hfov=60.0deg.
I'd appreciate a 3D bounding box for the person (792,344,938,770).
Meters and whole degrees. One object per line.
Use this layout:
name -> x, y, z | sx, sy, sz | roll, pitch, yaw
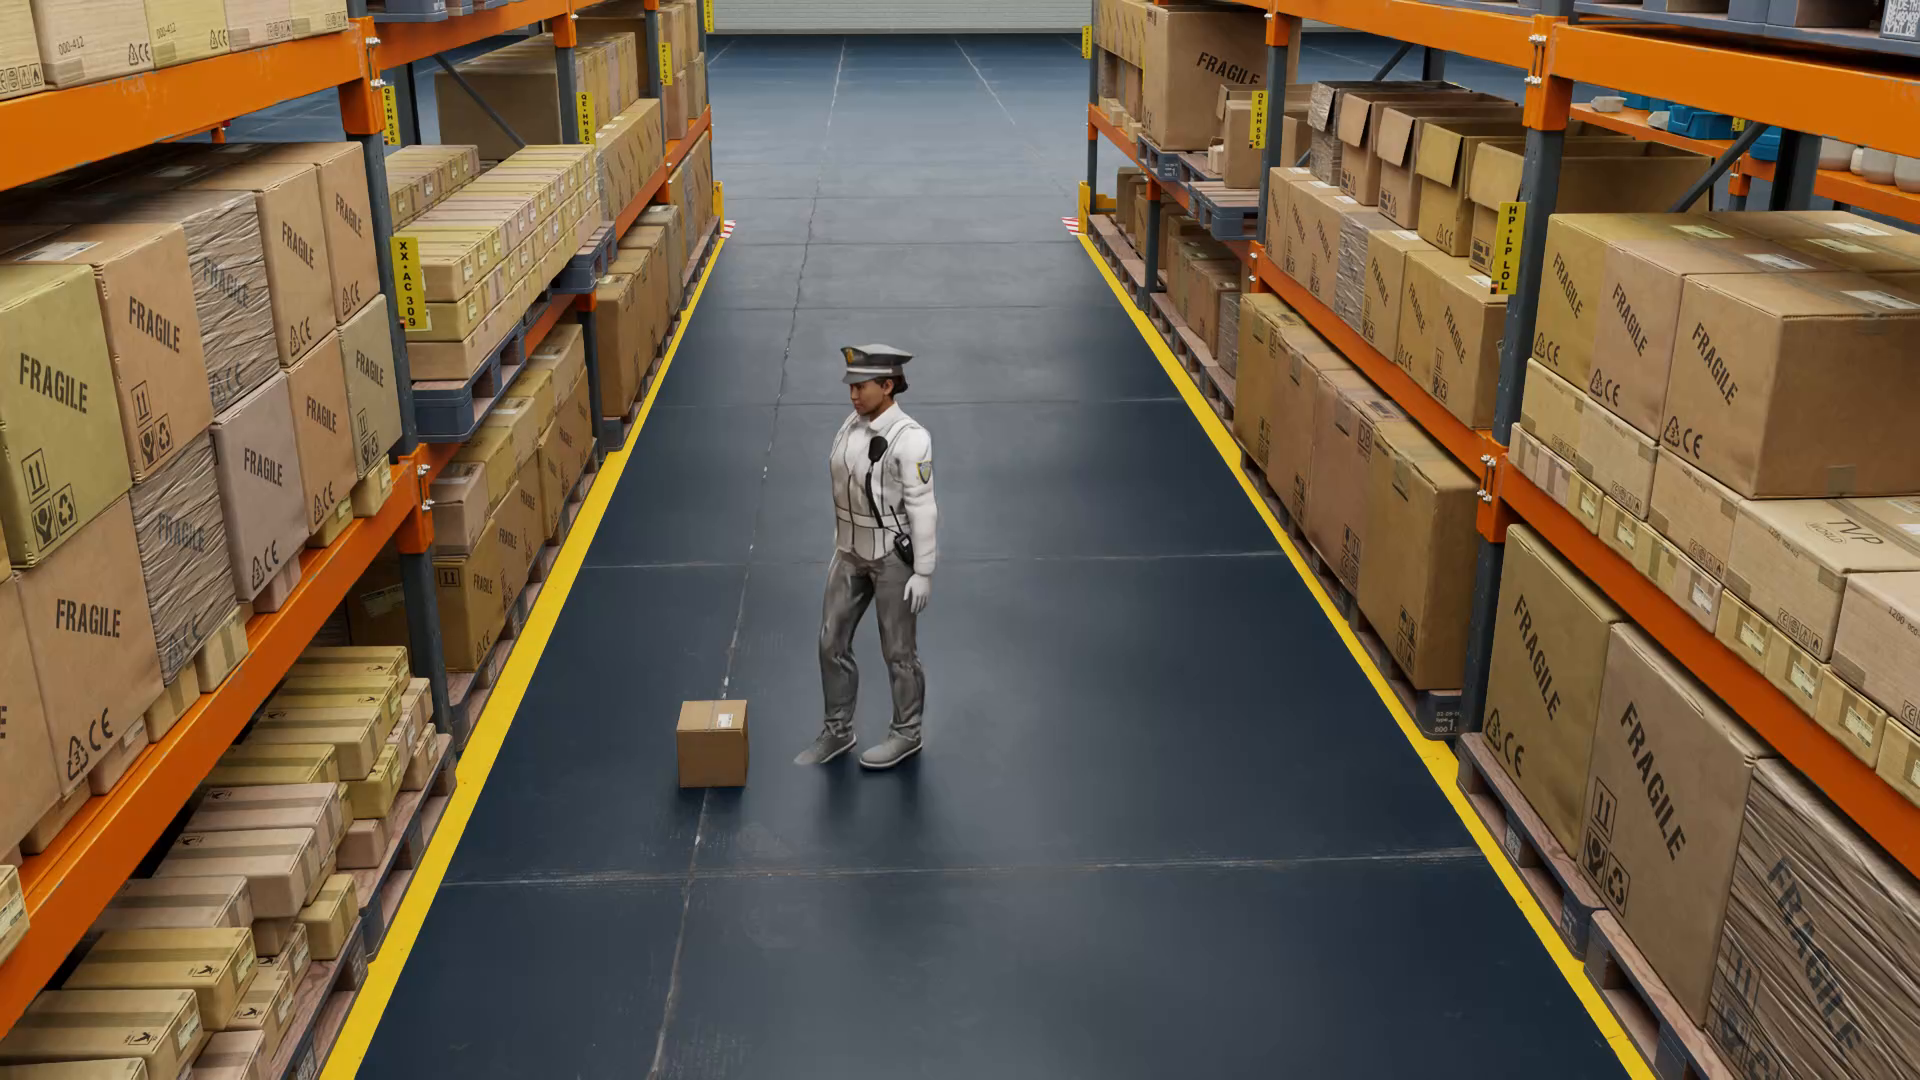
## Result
person -> -0.349, 0.119, 6.283 | 0.457, 1.724, 0.518 | -19, 27, -40
